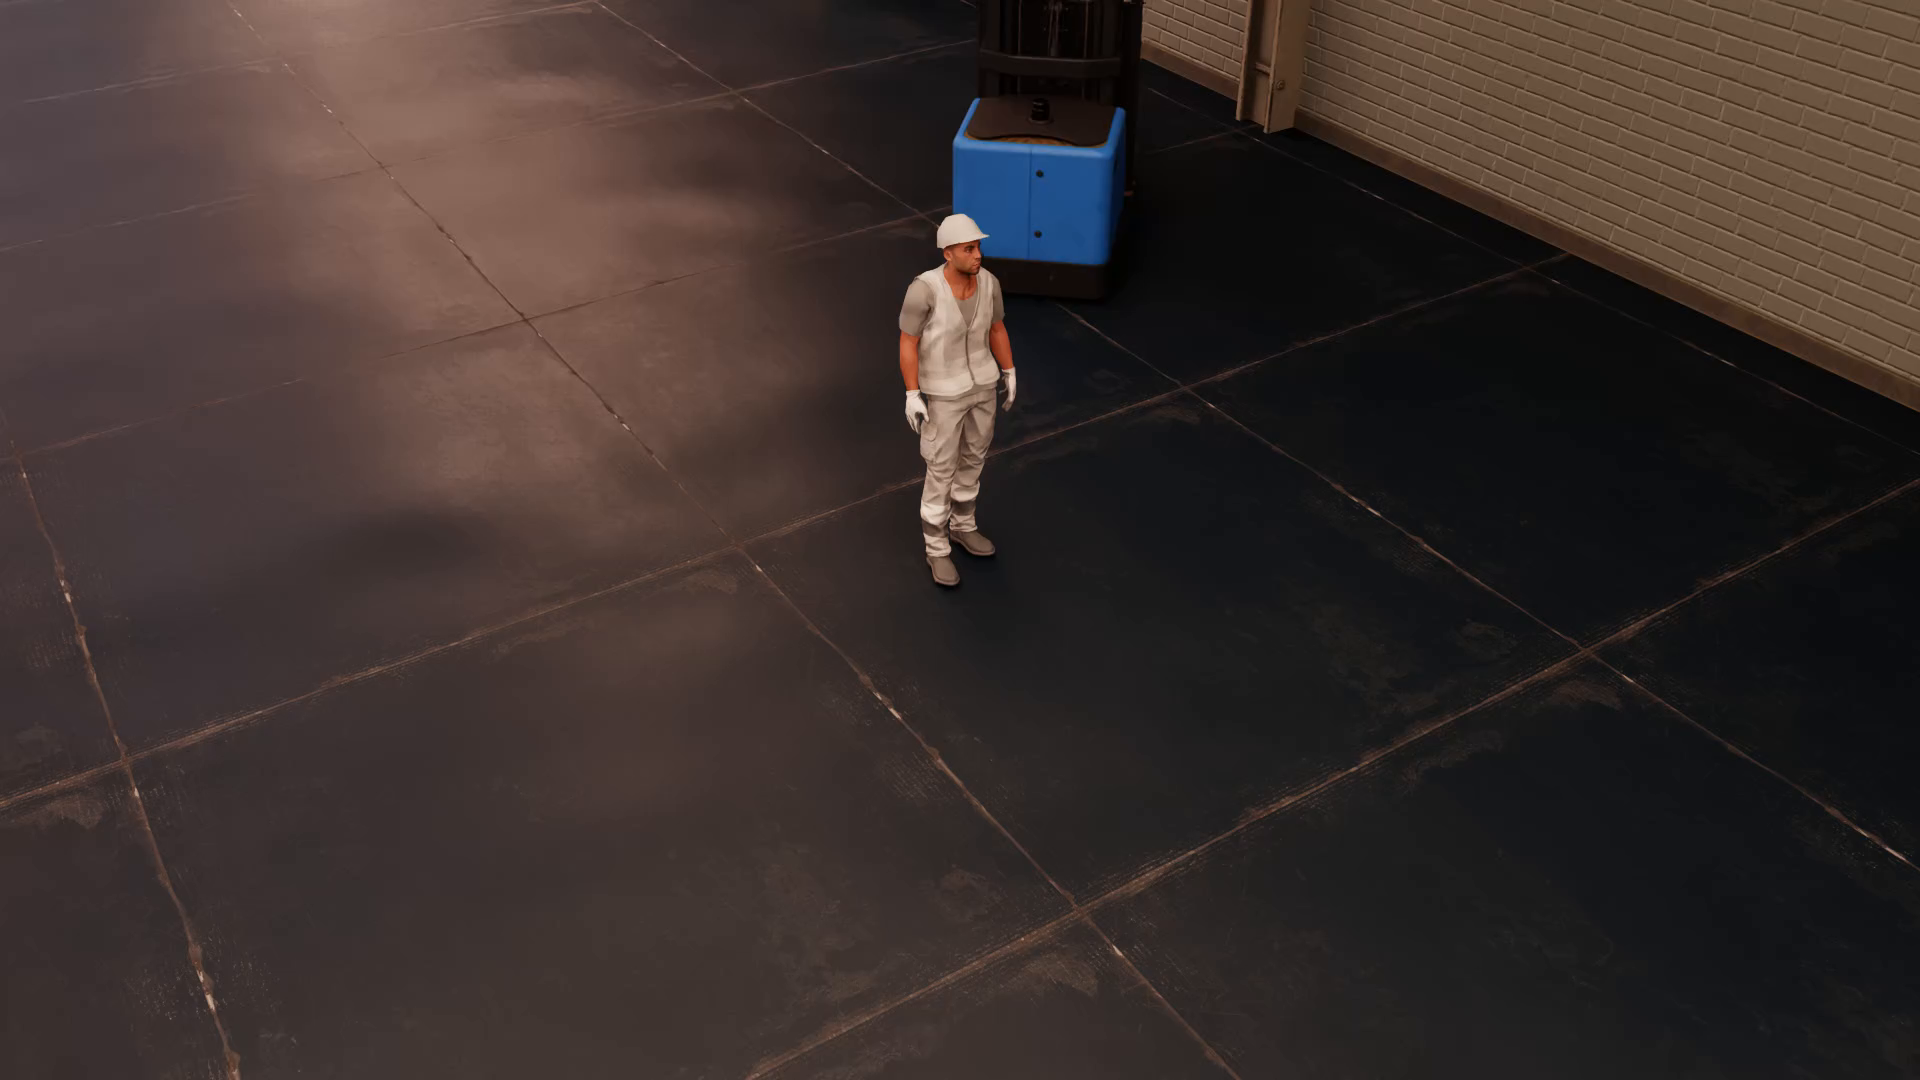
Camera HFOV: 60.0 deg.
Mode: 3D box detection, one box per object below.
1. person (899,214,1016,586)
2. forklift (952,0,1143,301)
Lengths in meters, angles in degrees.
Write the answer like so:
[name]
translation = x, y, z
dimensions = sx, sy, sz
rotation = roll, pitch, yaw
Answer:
[person]
translation = 0.035, -0.695, 8.119
dimensions = 0.638, 1.789, 0.562
rotation = -21, 40, -27
[forklift]
translation = 0.705, -3.586, 11.252
dimensions = 1.130, 2.935, 3.031
rotation = 6, 36, 8
